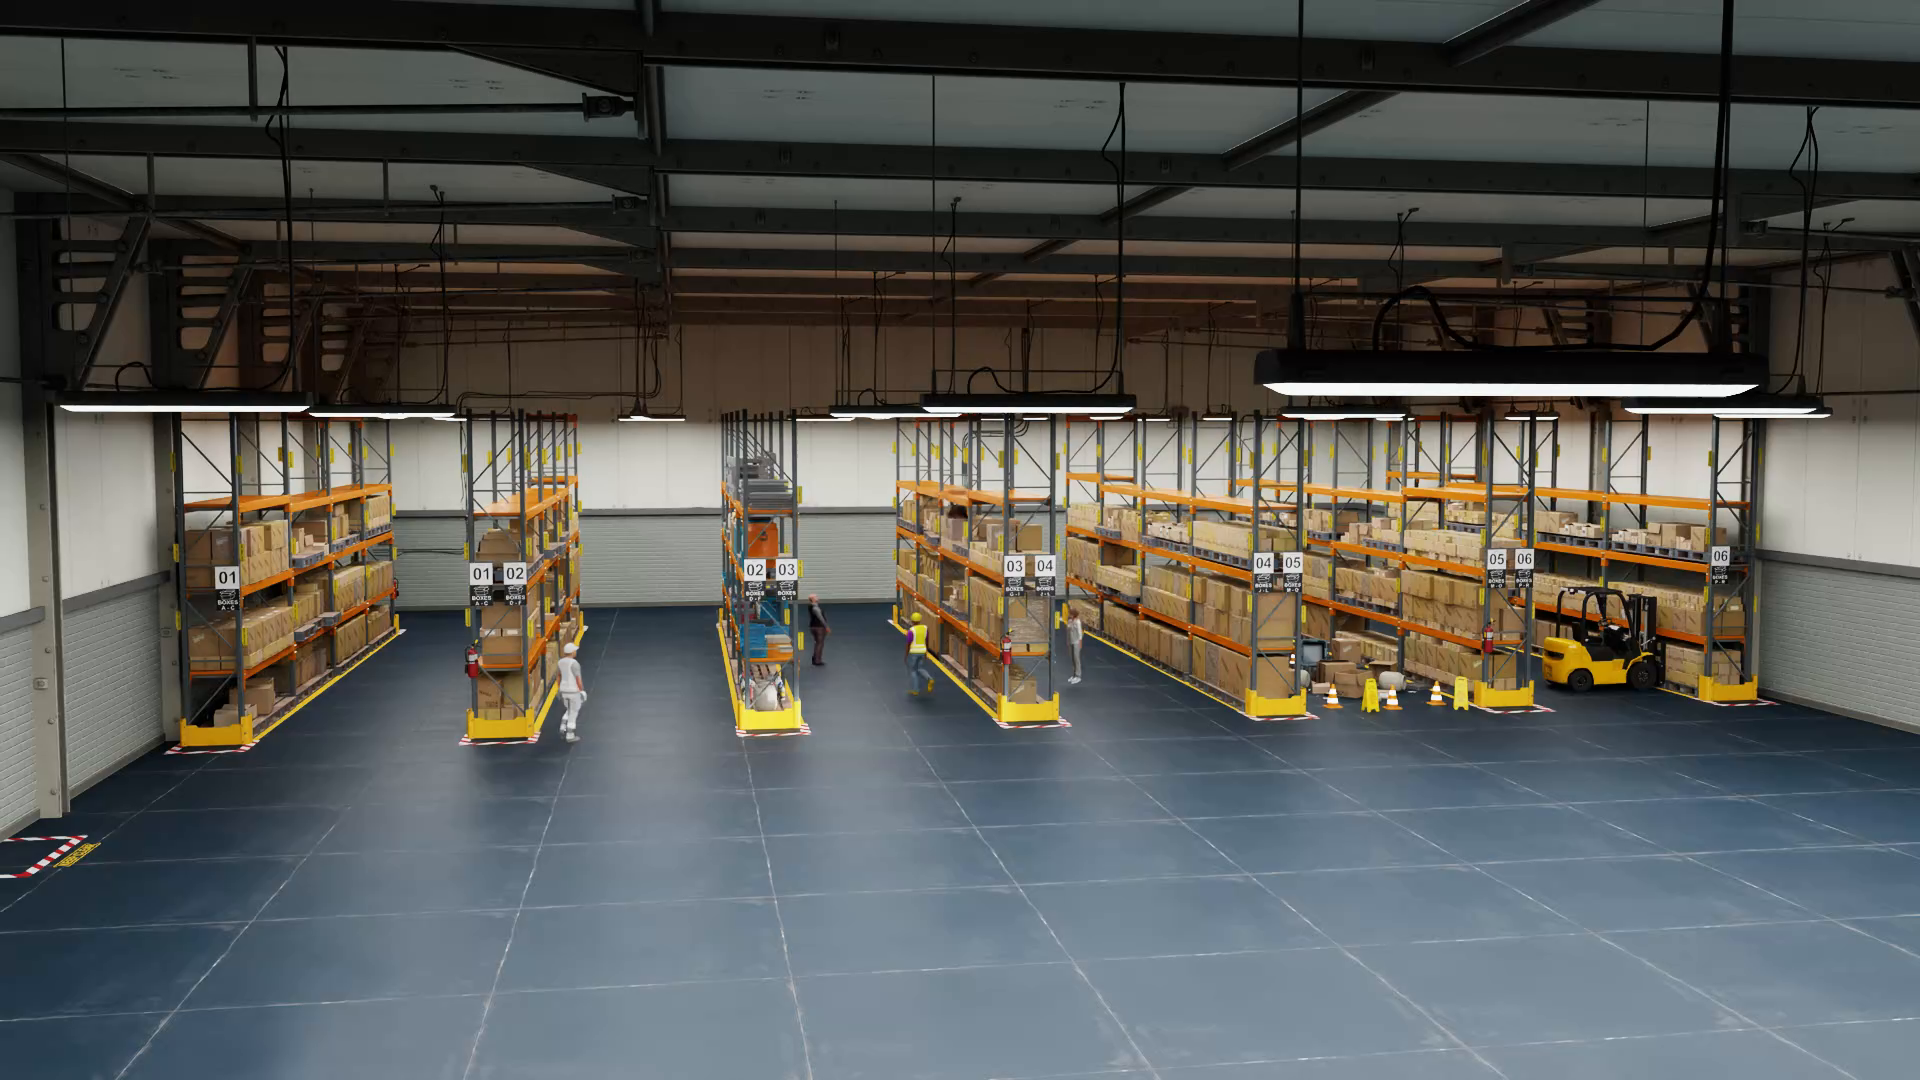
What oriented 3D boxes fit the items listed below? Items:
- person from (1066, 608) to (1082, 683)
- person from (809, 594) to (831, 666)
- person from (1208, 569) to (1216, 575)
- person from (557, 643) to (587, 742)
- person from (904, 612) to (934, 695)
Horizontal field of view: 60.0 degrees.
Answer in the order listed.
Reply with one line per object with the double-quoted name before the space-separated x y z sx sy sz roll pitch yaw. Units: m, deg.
"person" 2.478 2.309 36.346 0.395 1.589 0.511 -2 5 -30
"person" -3.324 2.128 39.310 0.617 1.732 0.513 4 5 43
"person" 6.865 1.673 45.286 0.400 1.790 0.598 1 4 16
"person" -6.962 2.734 29.871 0.568 1.800 0.424 2 5 29
"person" -0.863 2.387 34.979 0.613 1.747 0.594 3 5 41
